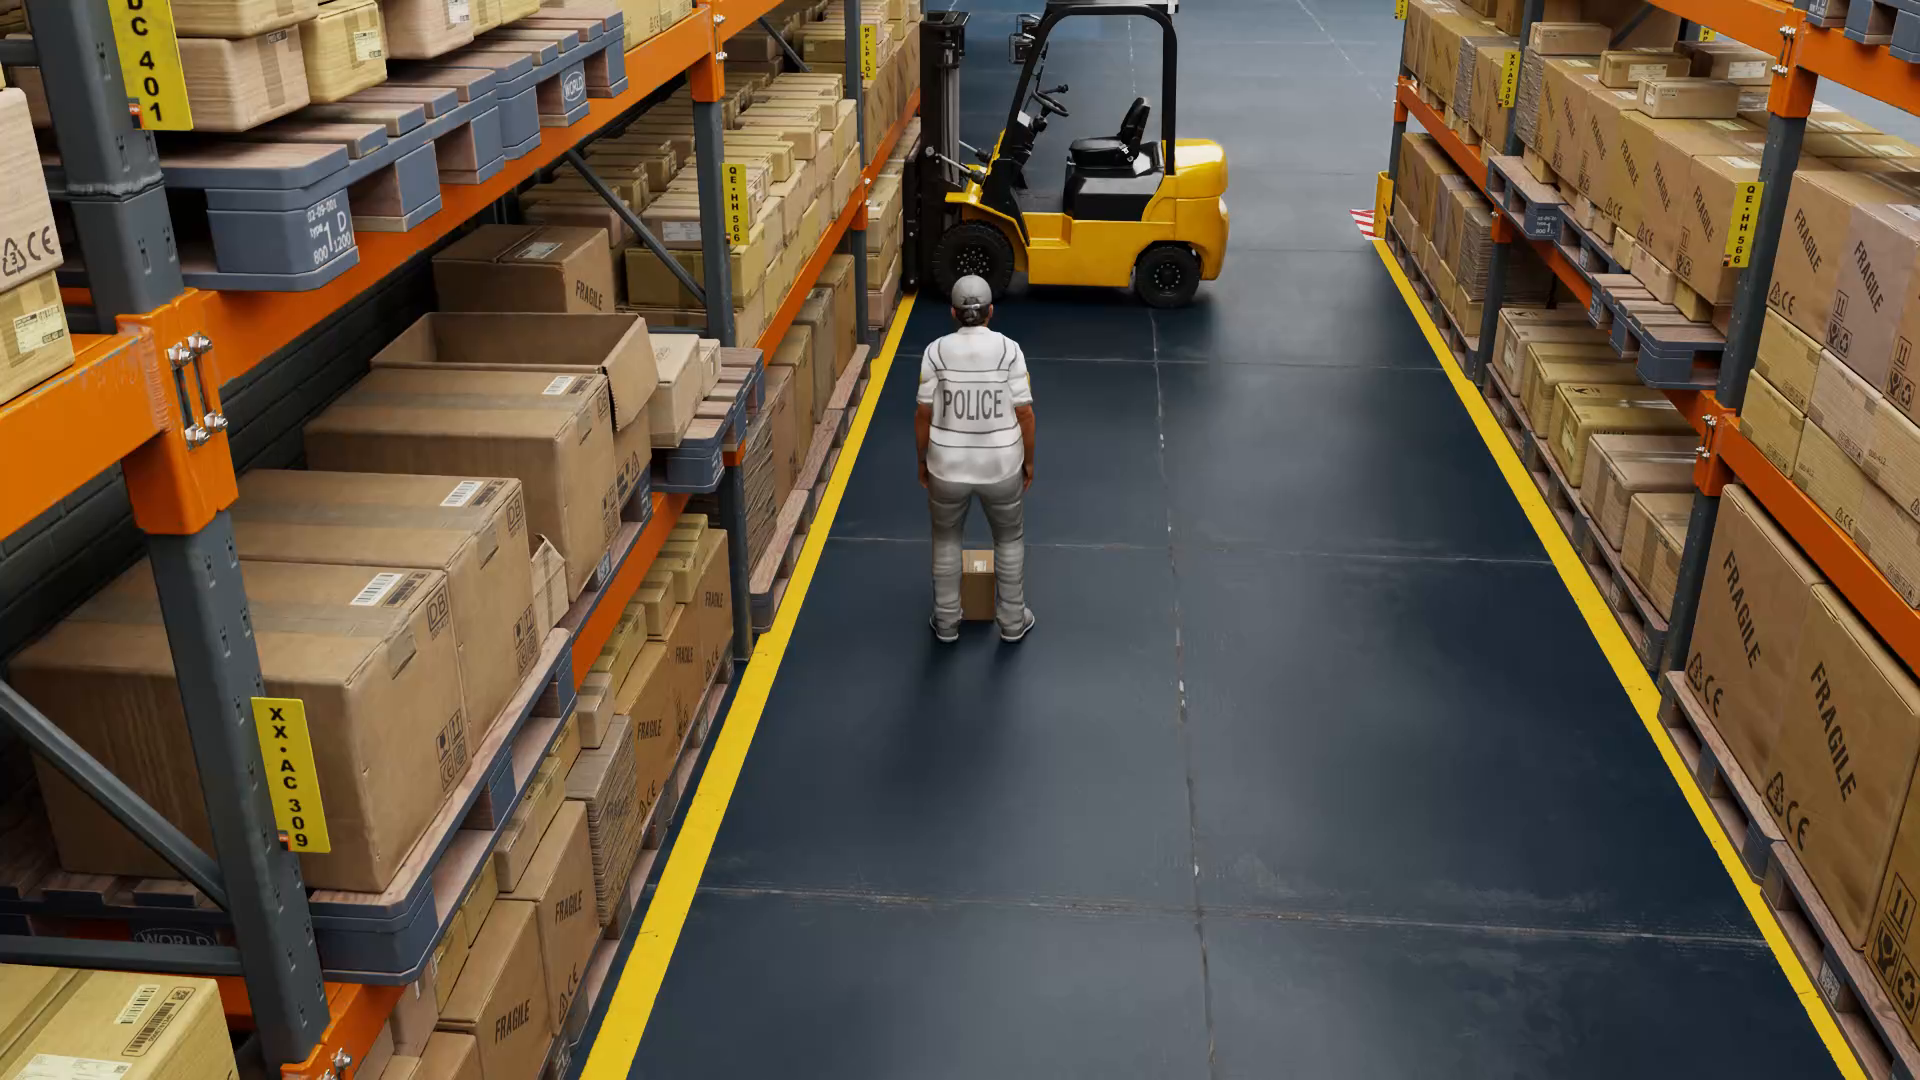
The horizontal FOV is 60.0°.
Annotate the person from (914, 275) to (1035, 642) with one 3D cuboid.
[{"bbox_3d":[0.074,-0.334,7.326,0.538,1.665,0.470,1,25,2],"label":"person"}]
